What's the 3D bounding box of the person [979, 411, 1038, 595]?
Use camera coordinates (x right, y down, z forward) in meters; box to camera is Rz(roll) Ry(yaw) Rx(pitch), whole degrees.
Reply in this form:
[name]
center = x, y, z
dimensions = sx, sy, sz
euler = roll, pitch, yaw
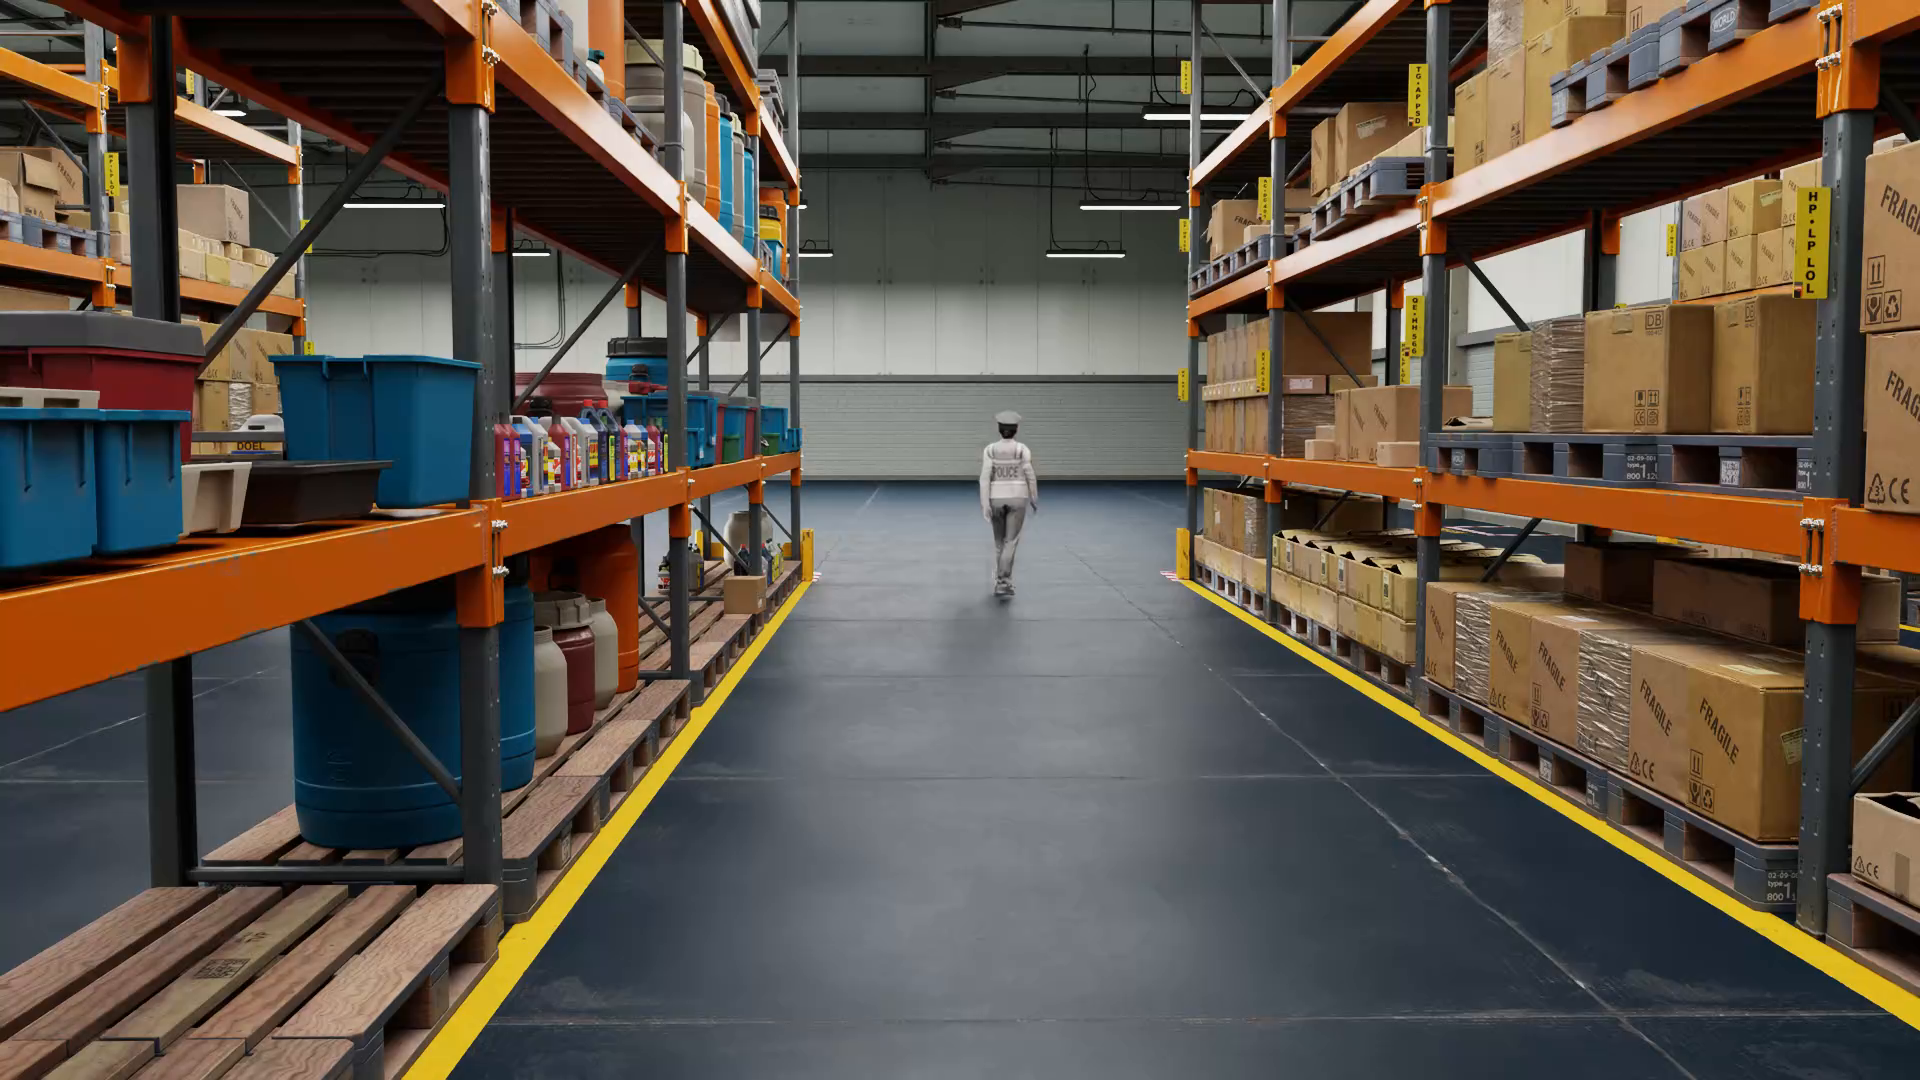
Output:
[person]
center = 0.472, -0.334, 15.174
dimensions = 0.486, 1.686, 0.822
euler = 1, 4, 20
